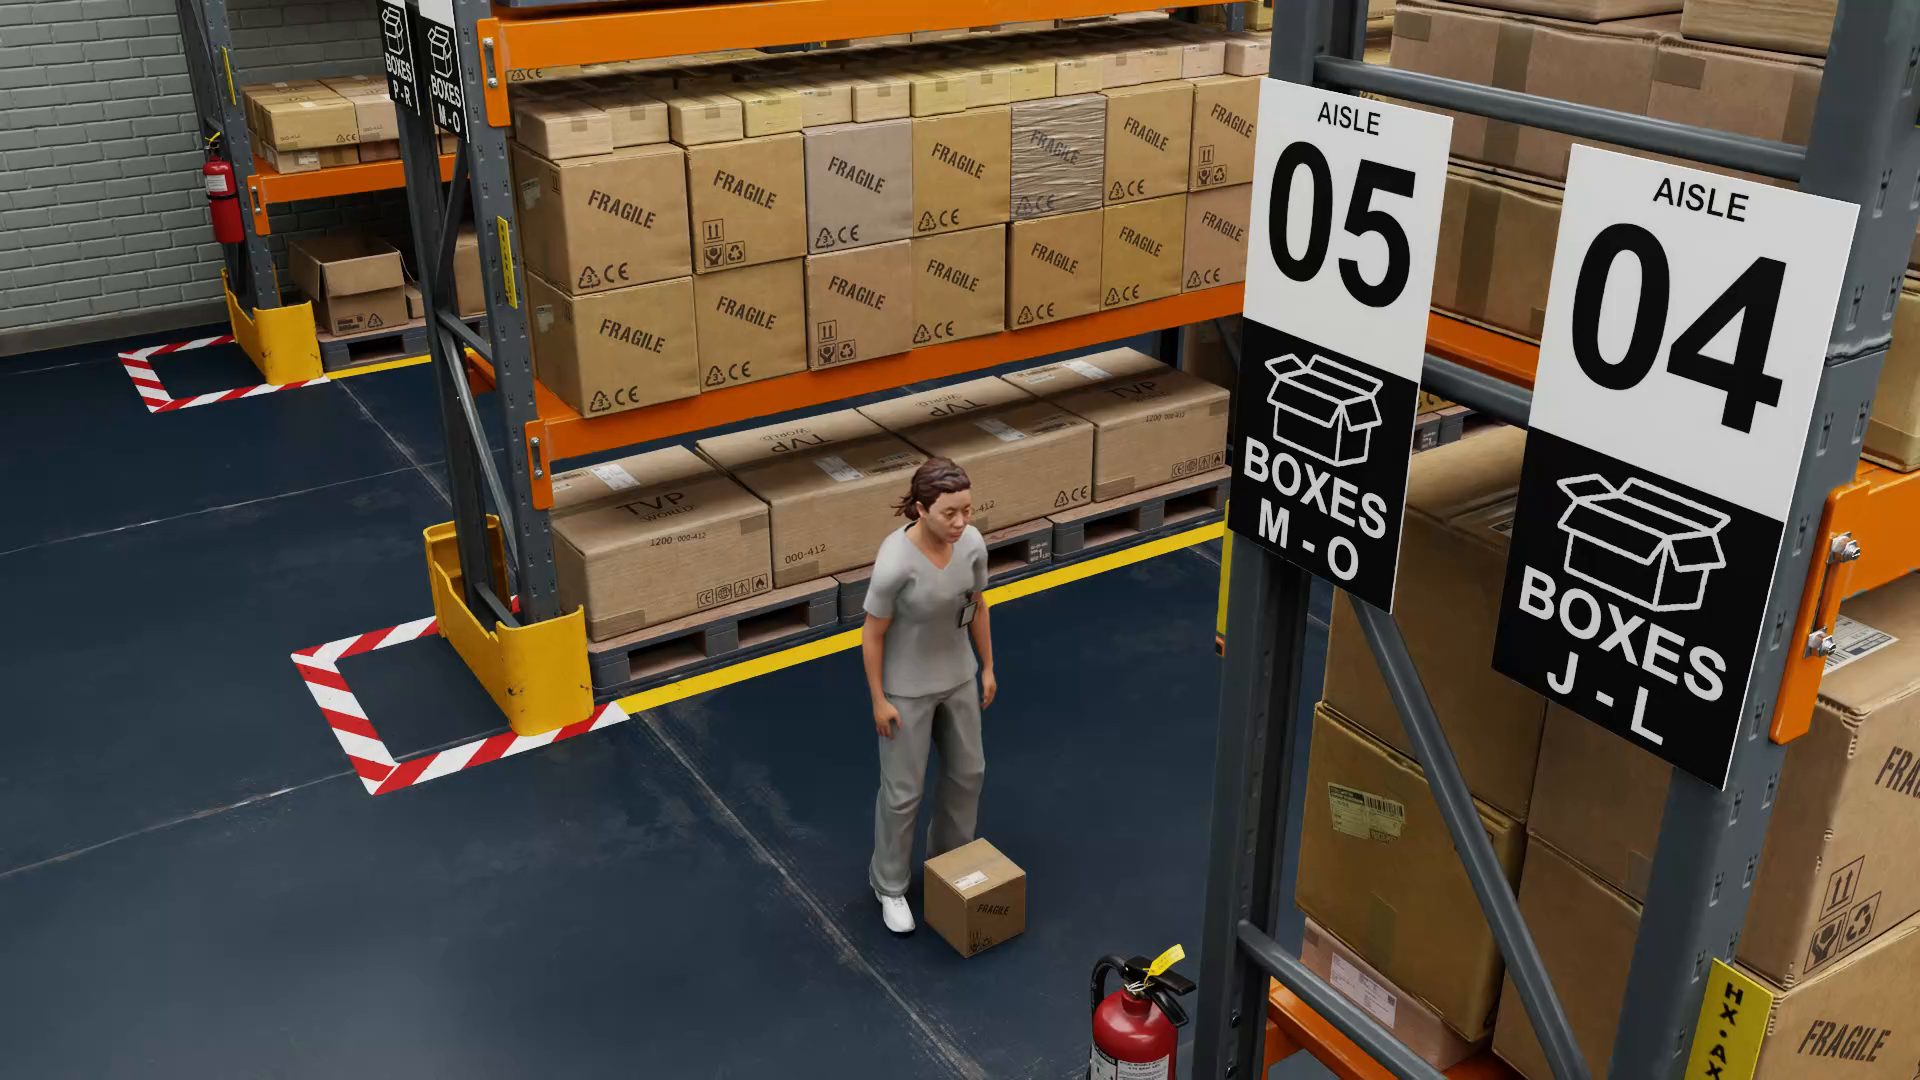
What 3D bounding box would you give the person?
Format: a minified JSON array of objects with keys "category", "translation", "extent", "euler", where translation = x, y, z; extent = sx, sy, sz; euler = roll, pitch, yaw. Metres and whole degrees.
[{"category":"person","translation":[-0.097,0.493,5.563],"extent":[0.488,1.673,0.355],"euler":[-15,29,-29]}]
